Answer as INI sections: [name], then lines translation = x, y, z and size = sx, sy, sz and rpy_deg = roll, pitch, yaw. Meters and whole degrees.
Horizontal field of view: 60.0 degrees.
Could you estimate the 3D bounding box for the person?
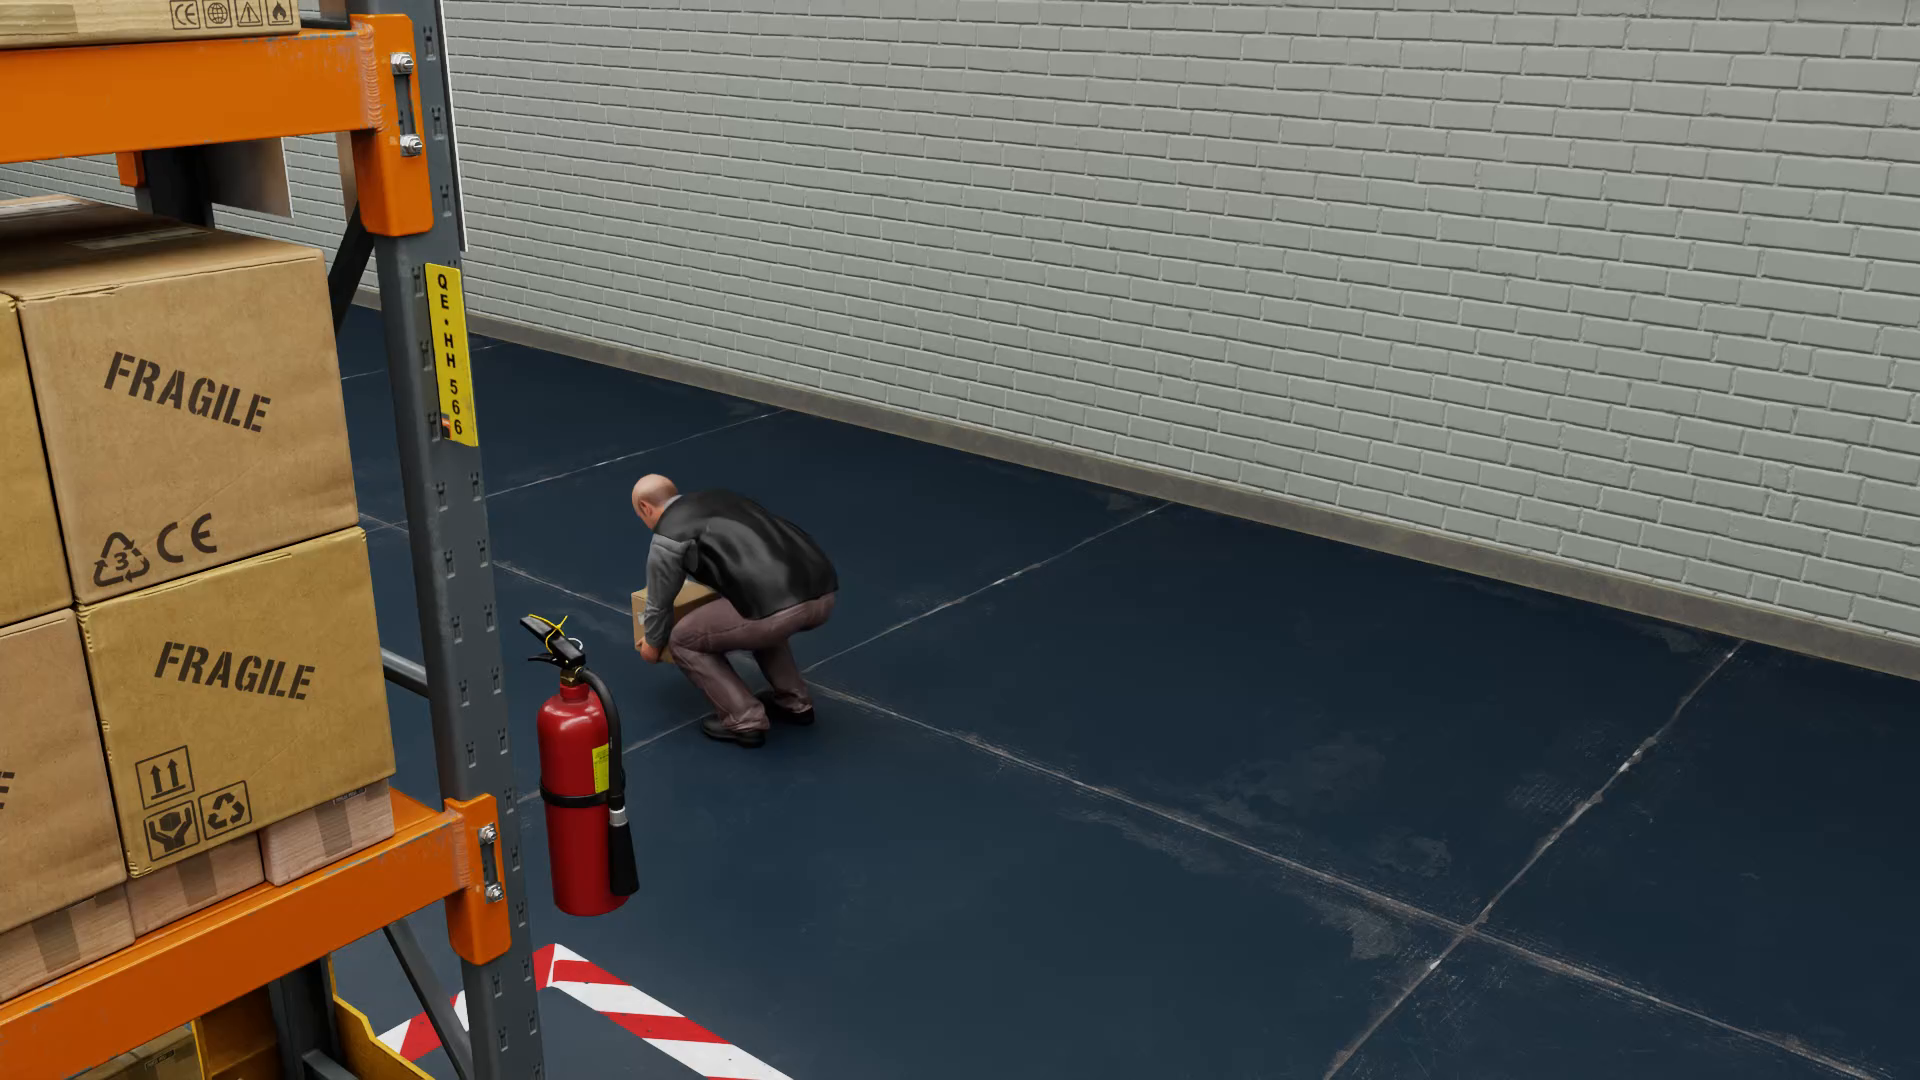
[person]
translation = -0.906, 0.263, 6.516
size = 0.908, 0.956, 0.514
rpy_deg = 15, 25, 35
